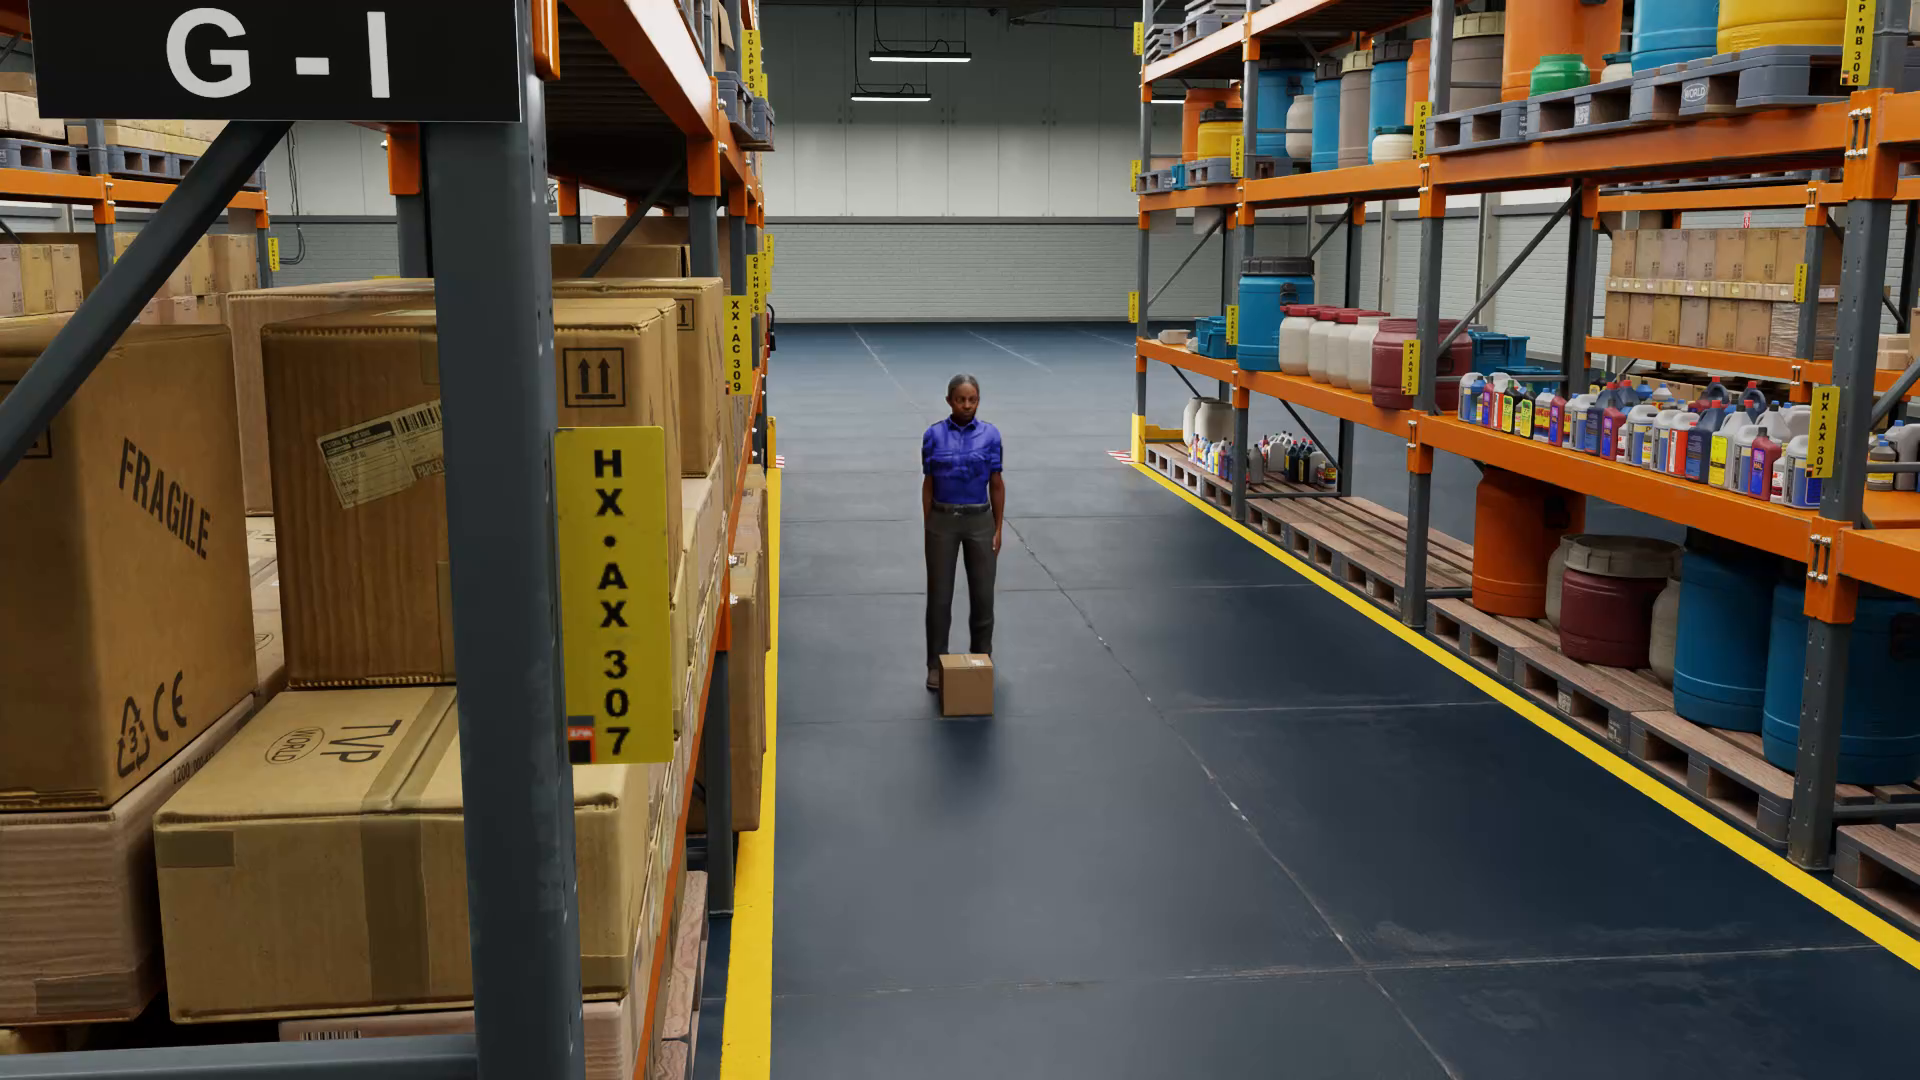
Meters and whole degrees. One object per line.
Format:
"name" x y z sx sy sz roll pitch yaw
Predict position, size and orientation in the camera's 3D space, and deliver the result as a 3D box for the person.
"person" 0.016 -0.046 8.694 0.432 1.656 0.299 0 10 -2
